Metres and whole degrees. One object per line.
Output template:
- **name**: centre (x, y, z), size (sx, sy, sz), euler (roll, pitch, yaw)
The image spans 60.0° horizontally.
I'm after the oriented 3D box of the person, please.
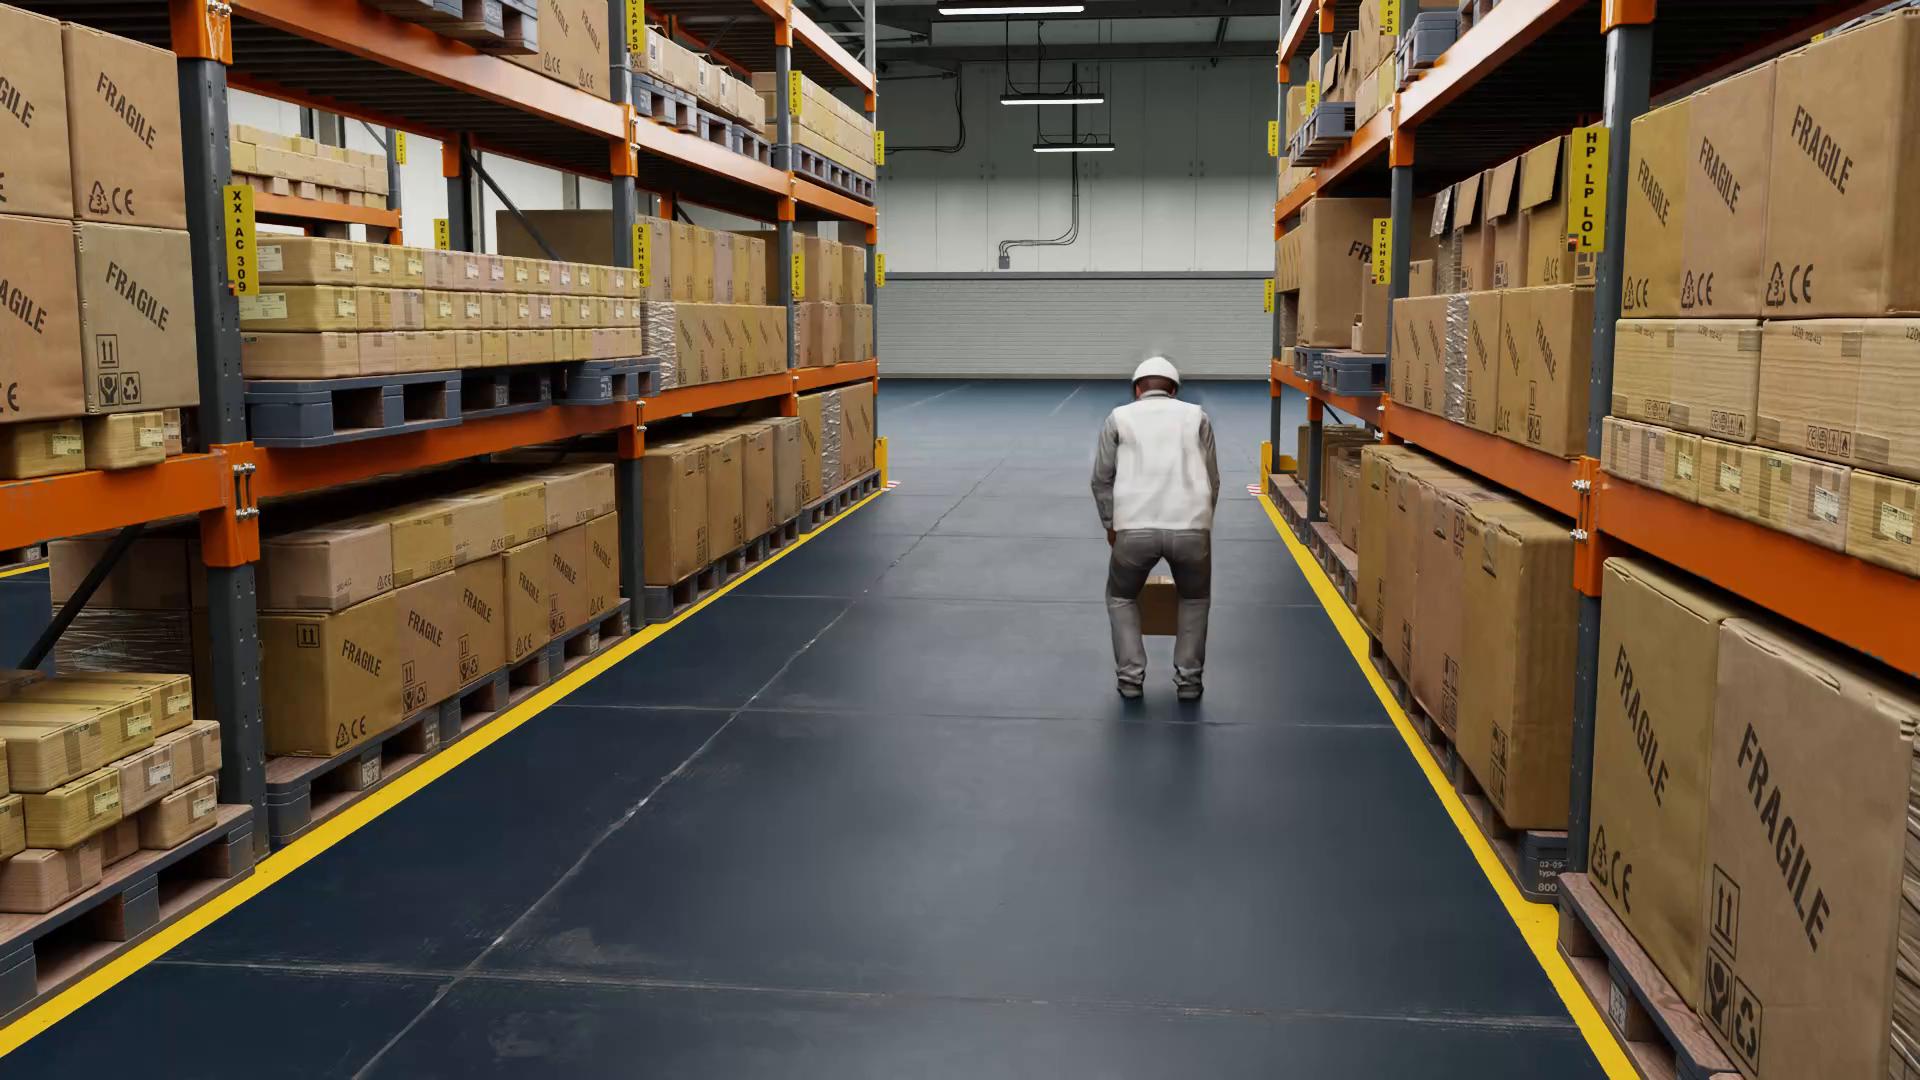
- **person**: centre (0.911, -0.061, 7.595), size (0.545, 1.534, 0.693), euler (1, 8, 7)
